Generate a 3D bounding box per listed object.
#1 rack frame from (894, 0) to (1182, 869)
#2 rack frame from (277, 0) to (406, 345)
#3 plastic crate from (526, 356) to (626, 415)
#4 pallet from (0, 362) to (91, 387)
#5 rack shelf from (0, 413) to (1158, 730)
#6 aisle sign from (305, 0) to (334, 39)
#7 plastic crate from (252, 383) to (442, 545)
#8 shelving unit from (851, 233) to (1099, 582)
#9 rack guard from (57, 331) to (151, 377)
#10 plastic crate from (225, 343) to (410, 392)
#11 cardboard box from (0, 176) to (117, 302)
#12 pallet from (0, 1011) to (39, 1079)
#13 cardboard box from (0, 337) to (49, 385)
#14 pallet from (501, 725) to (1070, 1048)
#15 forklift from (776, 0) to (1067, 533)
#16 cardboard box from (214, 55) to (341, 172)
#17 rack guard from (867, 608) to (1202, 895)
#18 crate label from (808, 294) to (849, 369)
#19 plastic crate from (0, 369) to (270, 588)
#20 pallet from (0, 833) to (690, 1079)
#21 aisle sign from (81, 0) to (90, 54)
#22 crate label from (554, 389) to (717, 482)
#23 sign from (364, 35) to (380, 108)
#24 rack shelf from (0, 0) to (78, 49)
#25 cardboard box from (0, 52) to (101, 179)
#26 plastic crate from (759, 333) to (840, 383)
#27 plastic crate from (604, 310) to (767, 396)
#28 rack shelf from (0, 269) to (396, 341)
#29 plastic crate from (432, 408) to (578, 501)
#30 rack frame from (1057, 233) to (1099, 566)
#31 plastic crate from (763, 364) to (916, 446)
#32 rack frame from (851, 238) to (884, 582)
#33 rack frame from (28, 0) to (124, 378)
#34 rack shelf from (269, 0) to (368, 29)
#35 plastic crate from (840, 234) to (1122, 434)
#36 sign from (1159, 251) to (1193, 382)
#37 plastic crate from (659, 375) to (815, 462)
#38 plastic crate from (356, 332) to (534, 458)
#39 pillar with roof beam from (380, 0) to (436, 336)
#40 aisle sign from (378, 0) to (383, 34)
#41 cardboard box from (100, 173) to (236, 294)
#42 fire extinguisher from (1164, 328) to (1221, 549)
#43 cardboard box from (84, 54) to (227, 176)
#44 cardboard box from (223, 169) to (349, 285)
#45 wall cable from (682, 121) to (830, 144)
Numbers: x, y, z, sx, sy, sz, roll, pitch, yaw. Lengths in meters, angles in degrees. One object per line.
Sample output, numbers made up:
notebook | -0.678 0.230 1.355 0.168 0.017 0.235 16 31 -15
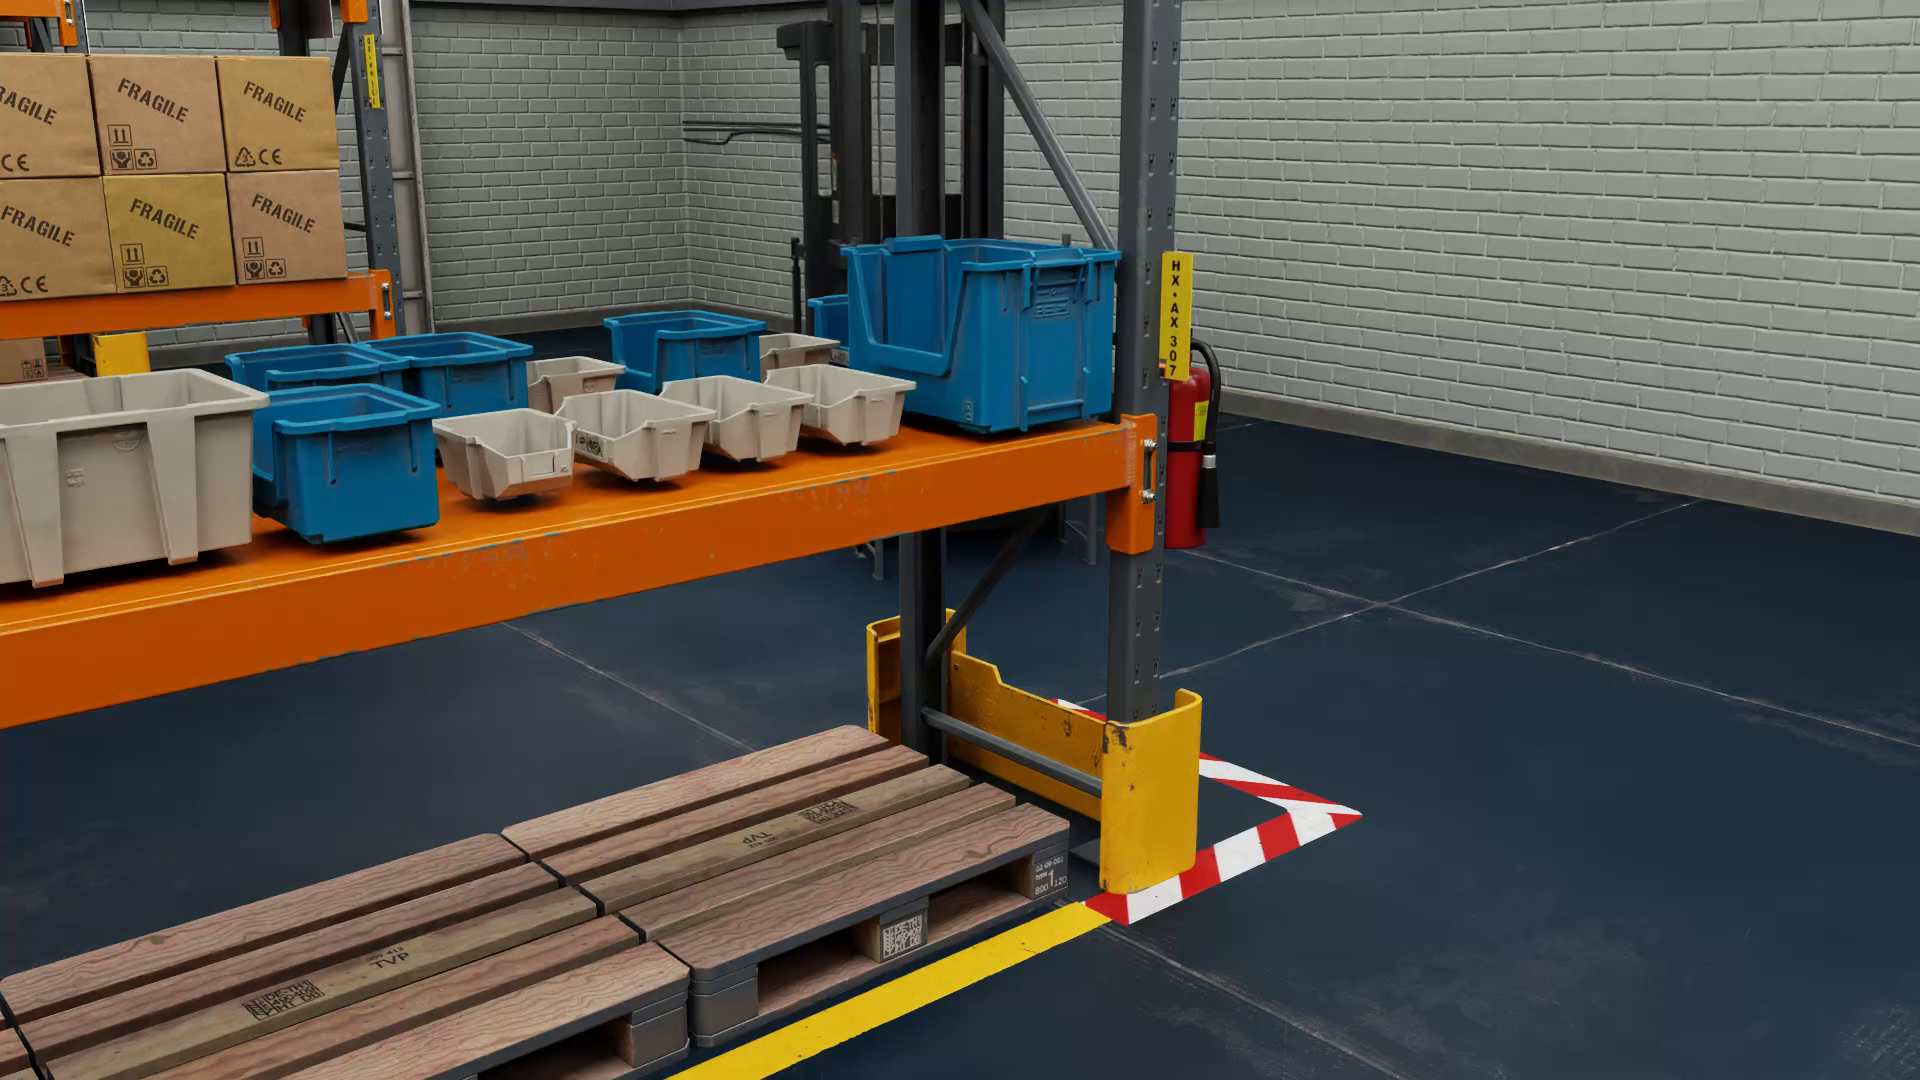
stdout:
rack frame | 0.181 -0.600 4.683 0.127 3.000 1.000 -13 19 -39
rack frame | -3.068 -1.565 8.296 0.127 3.000 1.000 -13 19 -39
plastic crate | -1.030 -0.371 4.220 0.298 0.136 0.250 -13 19 -39
pallet | -6.875 -1.031 11.699 1.213 0.211 1.003 -13 19 -39
rack shelf | -1.328 0.087 3.508 4.000 0.370 1.077 -13 19 -39
aisle sign | -3.209 -2.890 8.218 0.004 0.787 0.394 -13 19 -39
plastic crate | -1.200 -0.150 3.208 0.300 0.233 0.416 -13 19 -39
shelving unit | 0.067 -0.632 7.710 1.048 1.500 0.538 -4 15 -14
rack guard | -6.305 -1.325 12.242 0.348 0.500 1.175 -13 19 -39
plastic crate | -1.441 -0.296 3.755 0.300 0.233 0.416 -13 19 -39
cardboard box | -3.996 -1.312 7.156 0.500 0.500 0.500 -12 19 -39
pallet | -2.308 1.293 3.001 1.213 0.211 1.003 -13 19 -39
cardboard box | -6.785 -1.386 11.655 0.500 0.500 0.700 -13 19 -39
pallet | -0.467 0.880 4.548 1.213 0.211 1.003 -13 19 -39
forklift | -0.372 -1.766 9.181 1.130 2.935 3.031 -4 16 -16
cardboard box | -3.223 -1.967 7.671 0.500 0.500 0.500 -13 20 -40
rack guard | 0.190 0.601 5.030 0.348 0.500 1.175 -13 19 -39
crate label | -0.222 -0.570 4.780 0.303 0.233 0.416 -13 19 -39
plastic crate | -1.564 -0.117 2.988 0.530 0.282 0.437 -13 19 -39
pallet | -1.387 1.085 3.779 1.213 0.211 1.003 -13 19 -39
aisle sign | -6.071 -3.738 11.395 0.004 0.787 0.394 -13 19 -39
crate label | -0.738 -0.230 3.693 0.243 0.136 0.396 -13 19 -39
sign | -2.719 -2.165 7.688 0.005 0.325 0.100 -13 19 -39
rack shelf | -7.831 -3.291 10.341 4.000 0.370 1.077 -13 19 -39
cardboard box | -3.992 -1.793 7.018 0.500 0.500 0.500 -12 19 -38
plastic crate | -0.518 -0.485 4.650 0.298 0.136 0.250 -13 19 -39
plastic crate | -0.718 -0.459 4.363 0.300 0.233 0.416 -13 19 -39
rack shelf | -4.577 -0.878 7.120 4.000 0.370 1.077 -13 19 -39
plastic crate | -0.949 -0.176 3.491 0.250 0.136 0.298 -13 19 -39
rack frame | 0.559 -0.665 7.833 0.032 1.500 0.500 -4 15 -14
plastic crate | -0.316 -0.328 4.060 0.243 0.136 0.396 -13 19 -39
rack frame | -0.425 -0.599 7.586 0.032 1.500 0.500 -4 15 -14
rack frame | -6.323 -2.529 11.904 0.127 3.000 1.000 -13 19 -39
rack shelf | -4.577 -2.328 6.733 4.000 0.370 1.077 -13 19 -39
plastic crate | 0.051 -0.553 4.322 0.499 0.435 0.616 -13 19 -39
sign | 0.554 -0.574 4.272 0.005 0.325 0.100 -13 19 -39
plastic crate | -0.544 -0.282 3.887 0.243 0.136 0.396 -13 19 -39
plastic crate | -1.215 -0.347 3.945 0.300 0.233 0.416 -13 19 -39
pillar with roof beam | -2.028 -5.215 10.335 0.400 9.000 9.100 -13 19 -39
aisle sign | -2.816 -2.773 7.780 0.004 0.787 0.394 -13 19 -39
cardboard box | -3.616 -1.396 7.469 0.500 0.500 0.500 -12 19 -39
fire extinguisher | 0.593 -0.319 4.506 0.183 0.674 0.296 -13 19 -39
cardboard box | -3.604 -1.881 7.350 0.500 0.500 0.500 -12 19 -38
cardboard box | -3.227 -1.484 7.800 0.500 0.500 0.500 -12 19 -38
wall cable | -1.821 -4.815 14.857 0.112 2.526 3.097 -13 19 -39
